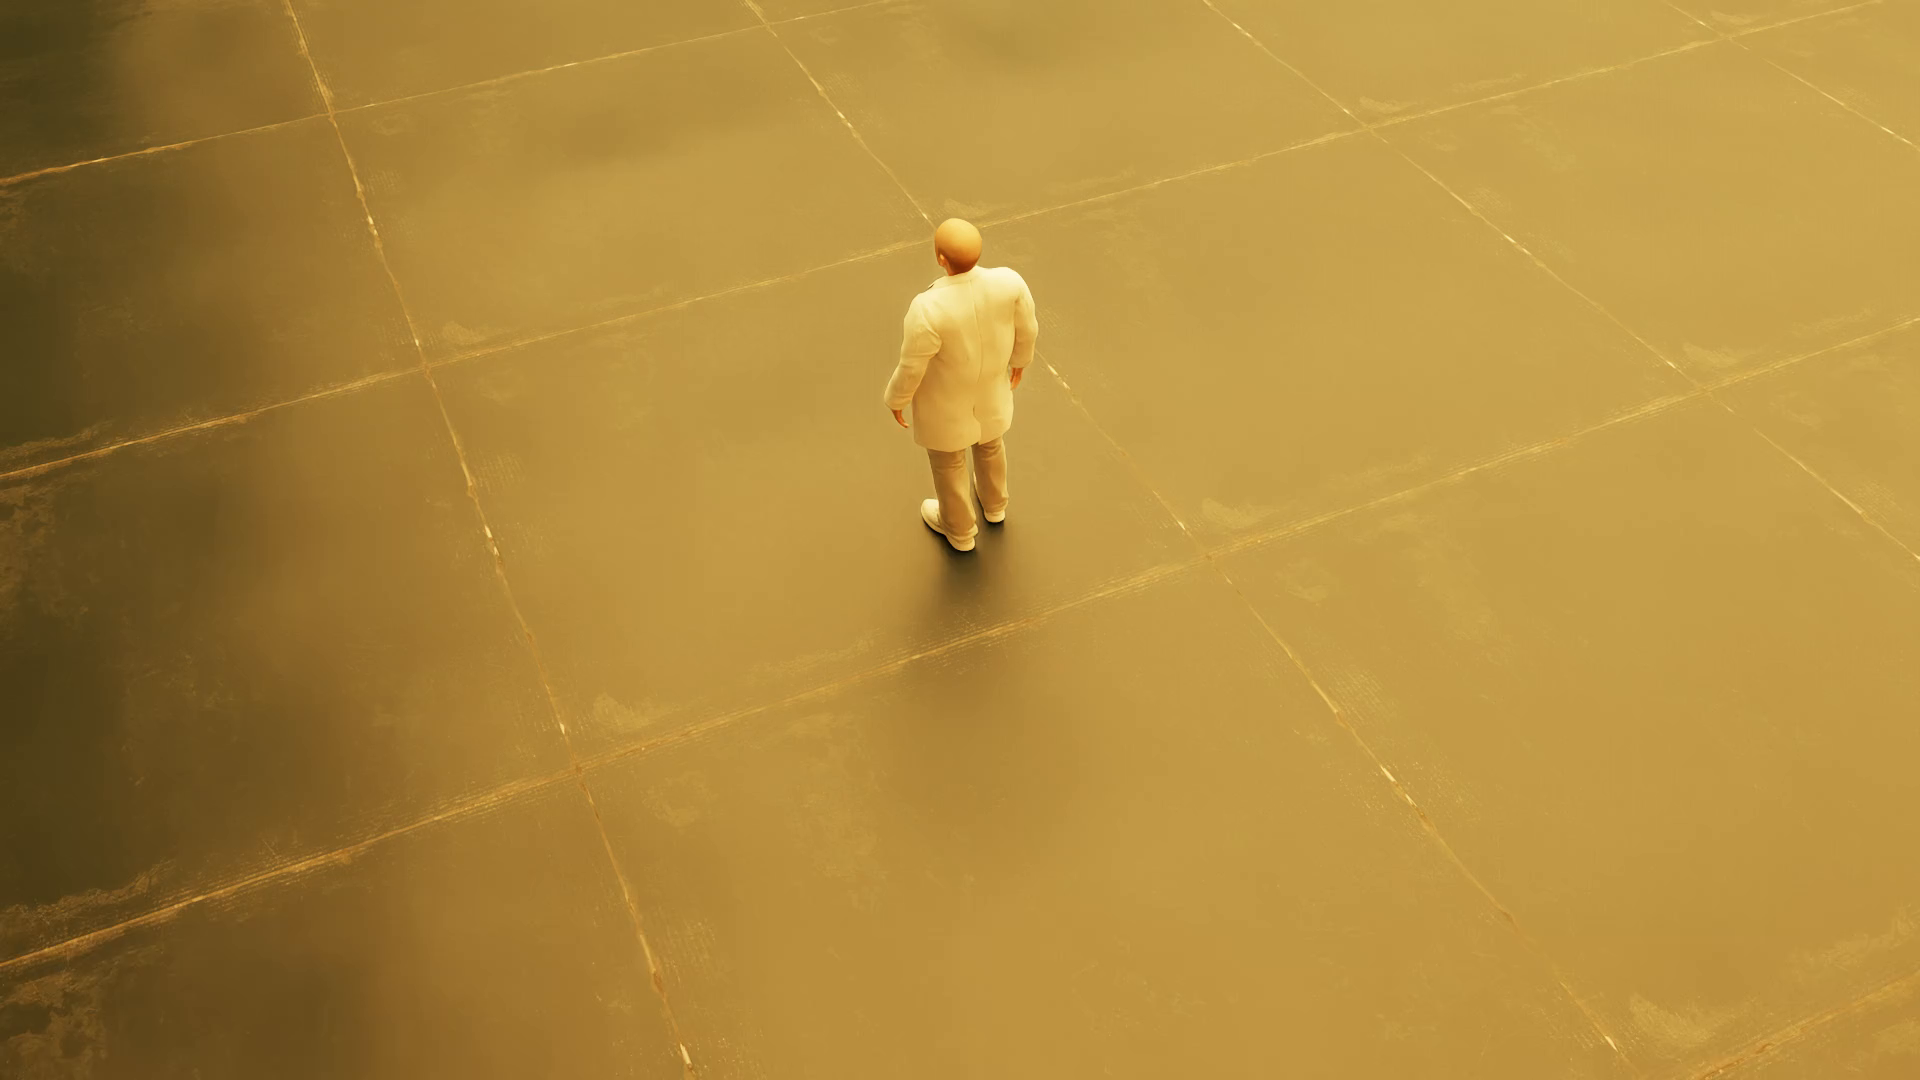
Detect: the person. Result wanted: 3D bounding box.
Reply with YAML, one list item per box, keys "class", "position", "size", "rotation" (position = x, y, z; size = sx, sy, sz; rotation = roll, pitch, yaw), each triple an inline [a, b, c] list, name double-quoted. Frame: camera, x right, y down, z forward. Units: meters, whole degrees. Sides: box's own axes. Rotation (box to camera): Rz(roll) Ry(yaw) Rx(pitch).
- class: "person"
  position: [-0.033, -0.713, 7.278]
  size: [0.696, 1.776, 0.581]
  rotation: [-18, 46, -18]
